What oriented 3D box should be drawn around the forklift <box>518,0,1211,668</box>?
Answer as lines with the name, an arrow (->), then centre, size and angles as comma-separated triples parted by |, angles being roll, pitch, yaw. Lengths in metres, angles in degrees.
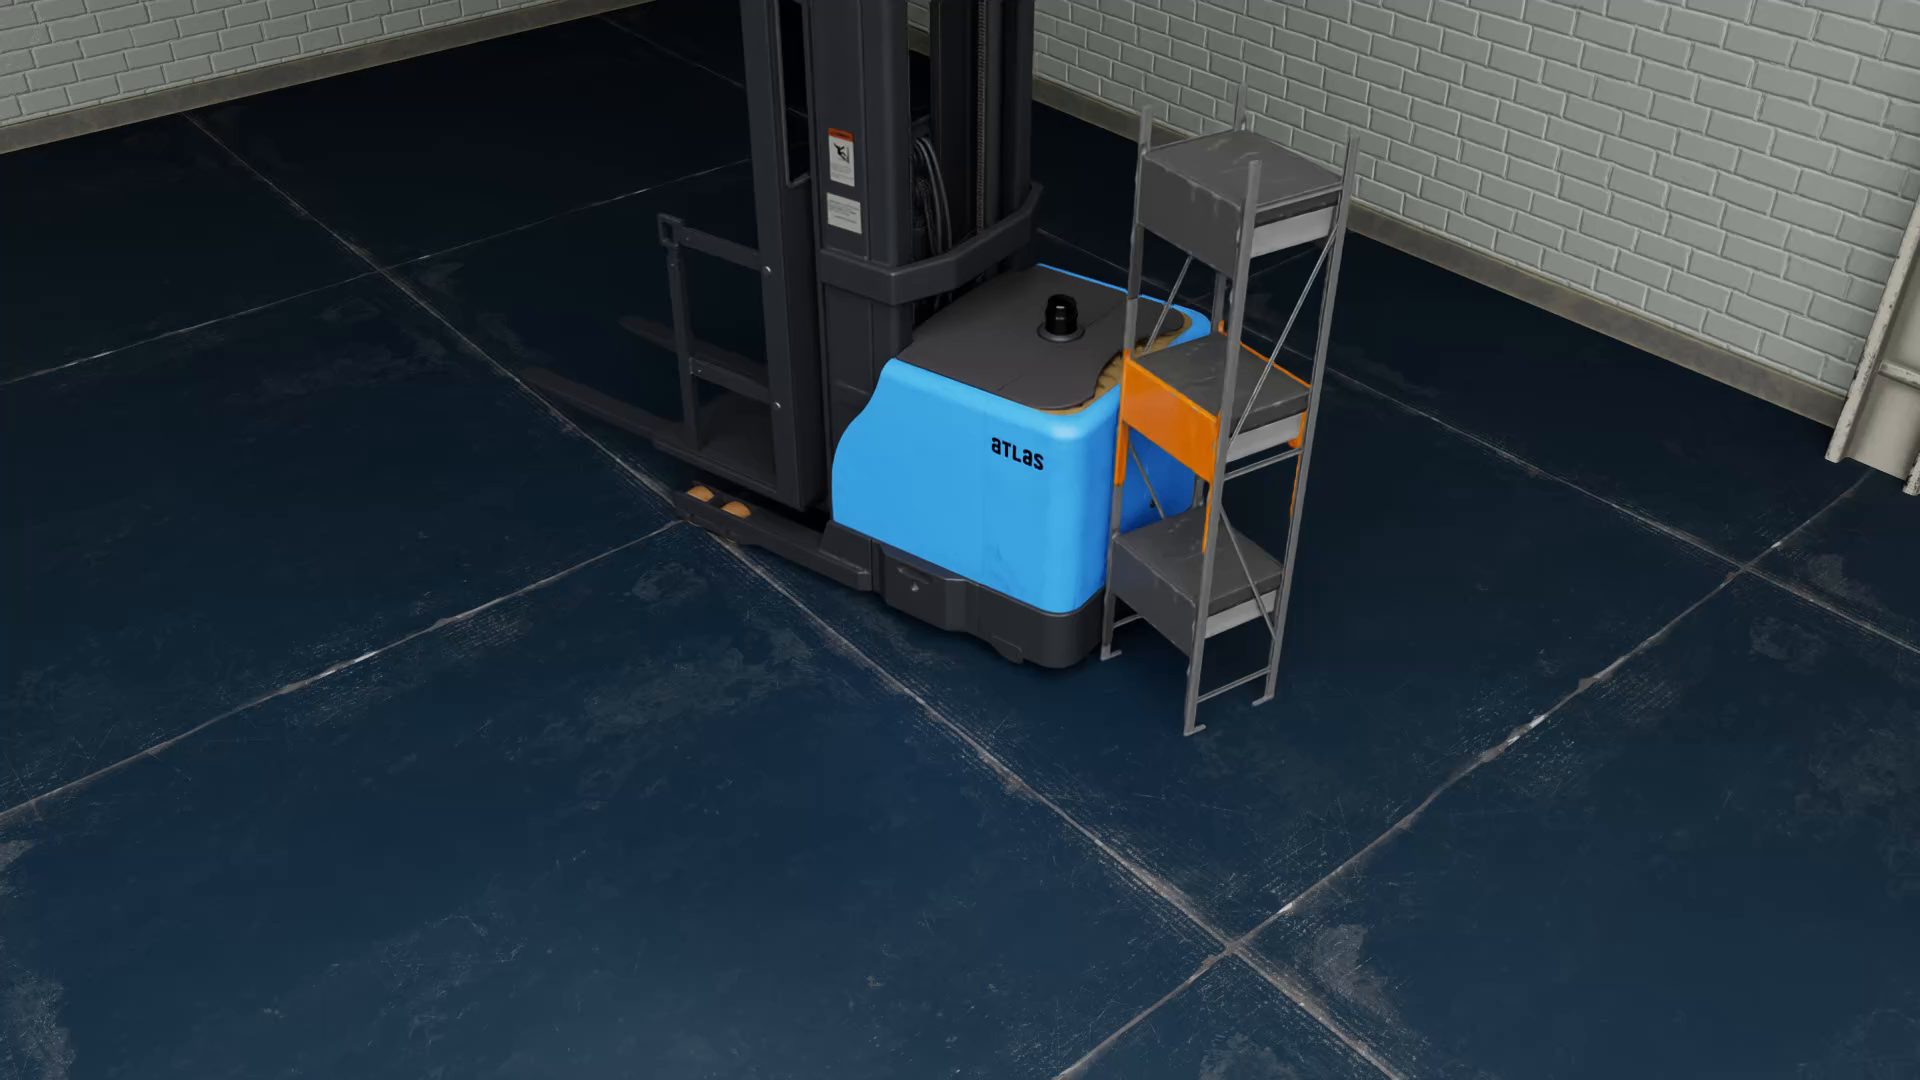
forklift -> -0.551, -1.408, 6.202 | 3.031, 2.935, 1.130 | 23, 41, 28

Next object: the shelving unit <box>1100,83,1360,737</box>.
shelving unit -> 0.829, -0.357, 5.433 | 0.431, 2.100, 0.503 | -20, 40, -26

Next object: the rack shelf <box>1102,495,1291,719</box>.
rack shelf -> 0.822, 0.228, 5.842 | 0.431, 0.518, 0.480 | -20, 40, -26

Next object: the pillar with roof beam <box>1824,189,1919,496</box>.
pillar with roof beam -> 0.726, -2.396, 2.347 | 9.100, 9.000, 0.400 | -26, 43, -32

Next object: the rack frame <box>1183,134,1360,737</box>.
rack frame -> 0.959, -0.238, 5.265 | 0.400, 2.100, 0.015 | -20, 40, -26

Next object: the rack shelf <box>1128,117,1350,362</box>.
rack shelf -> 0.835, -0.919, 5.040 | 0.431, 0.518, 0.480 | -20, 40, -26

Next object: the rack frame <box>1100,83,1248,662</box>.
rack frame -> 0.698, -0.476, 5.601 | 0.400, 2.100, 0.015 | -20, 40, -26

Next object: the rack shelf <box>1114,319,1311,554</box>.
rack shelf -> 0.829, -0.346, 5.441 | 0.431, 0.518, 0.480 | -20, 40, -26
